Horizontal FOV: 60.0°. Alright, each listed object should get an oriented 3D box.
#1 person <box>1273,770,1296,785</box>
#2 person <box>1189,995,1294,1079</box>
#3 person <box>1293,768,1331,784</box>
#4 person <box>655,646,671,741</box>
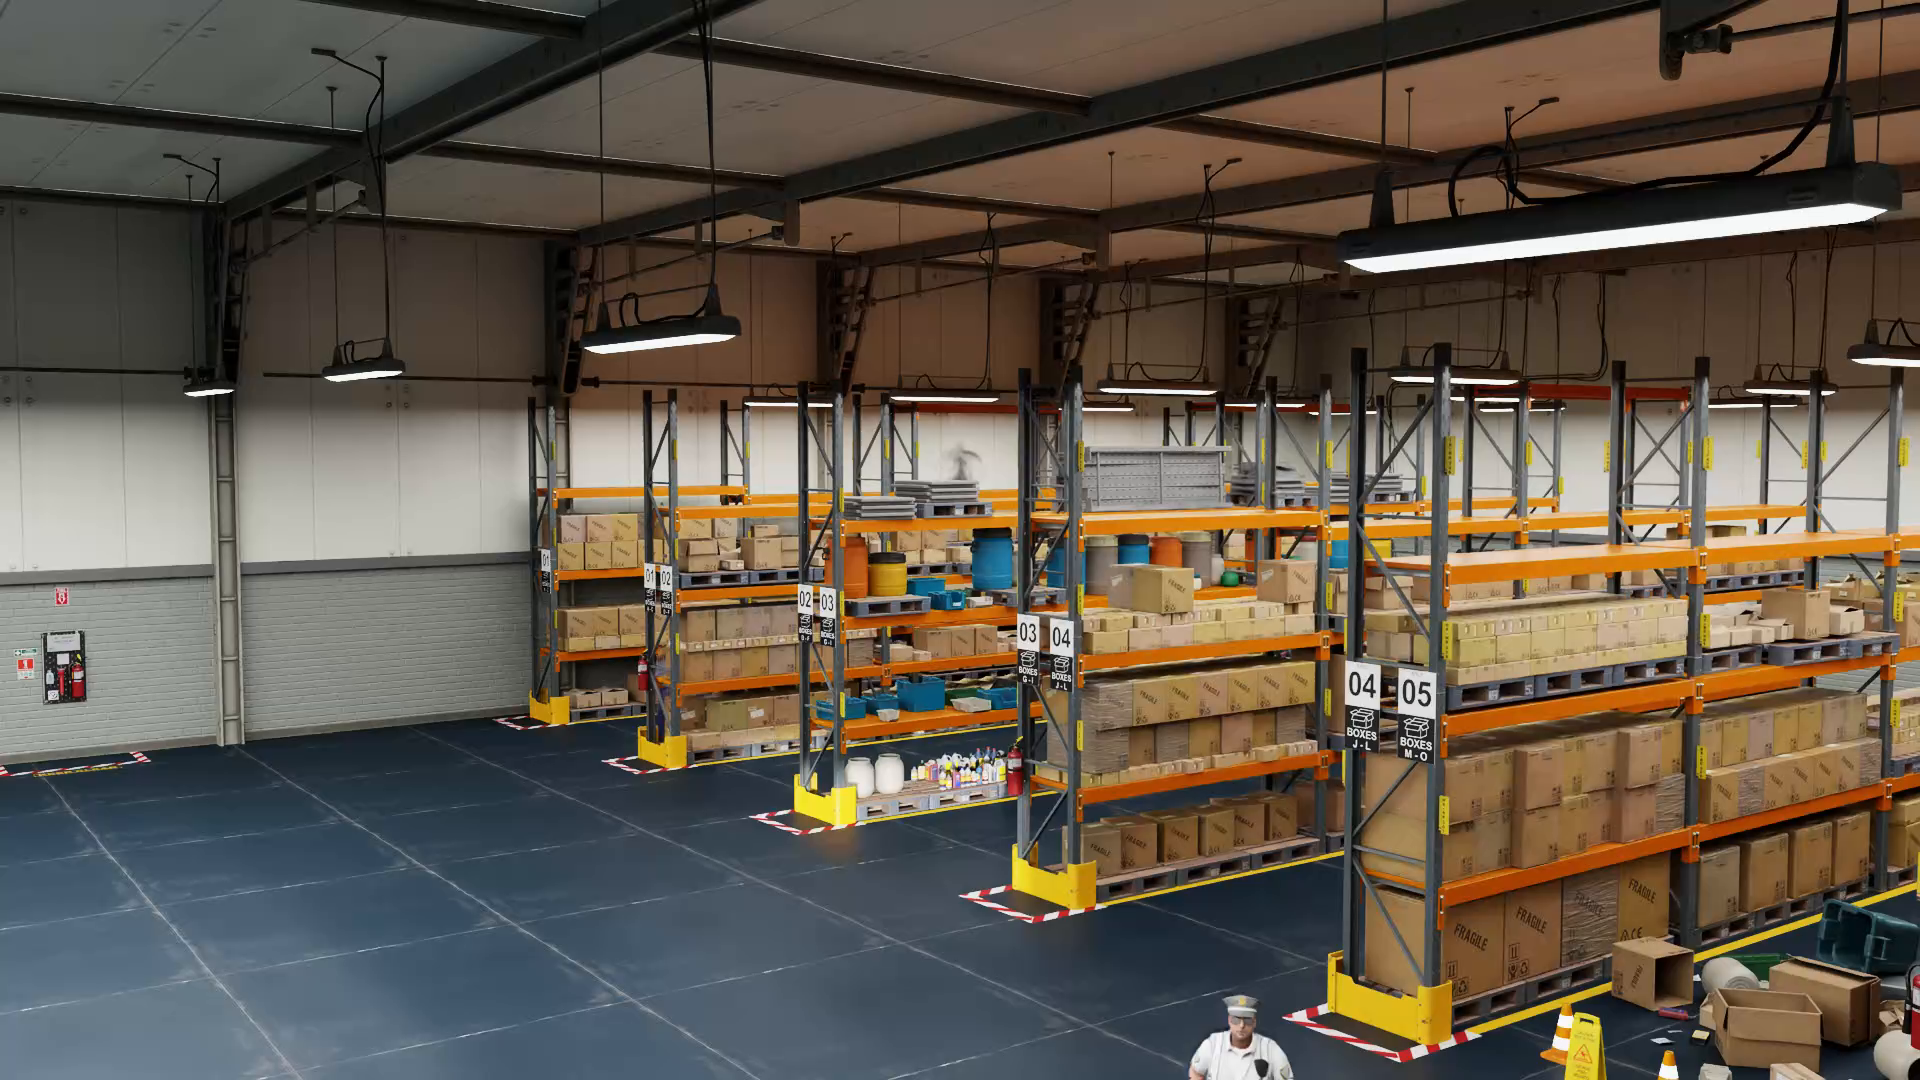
[{"bbox_3d":[4.838,2.796,24.994,0.646,1.839,0.758,3,5,44],"label":"person"},{"bbox_3d":[1.753,3.672,10.366,0.666,1.741,0.788,1,3,11],"label":"person"},{"bbox_3d":[4.971,2.892,23.423,0.656,1.824,0.732,3,5,44],"label":"person"},{"bbox_3d":[-5.069,2.654,28.800,0.615,1.655,0.914,3,5,43],"label":"person"}]
